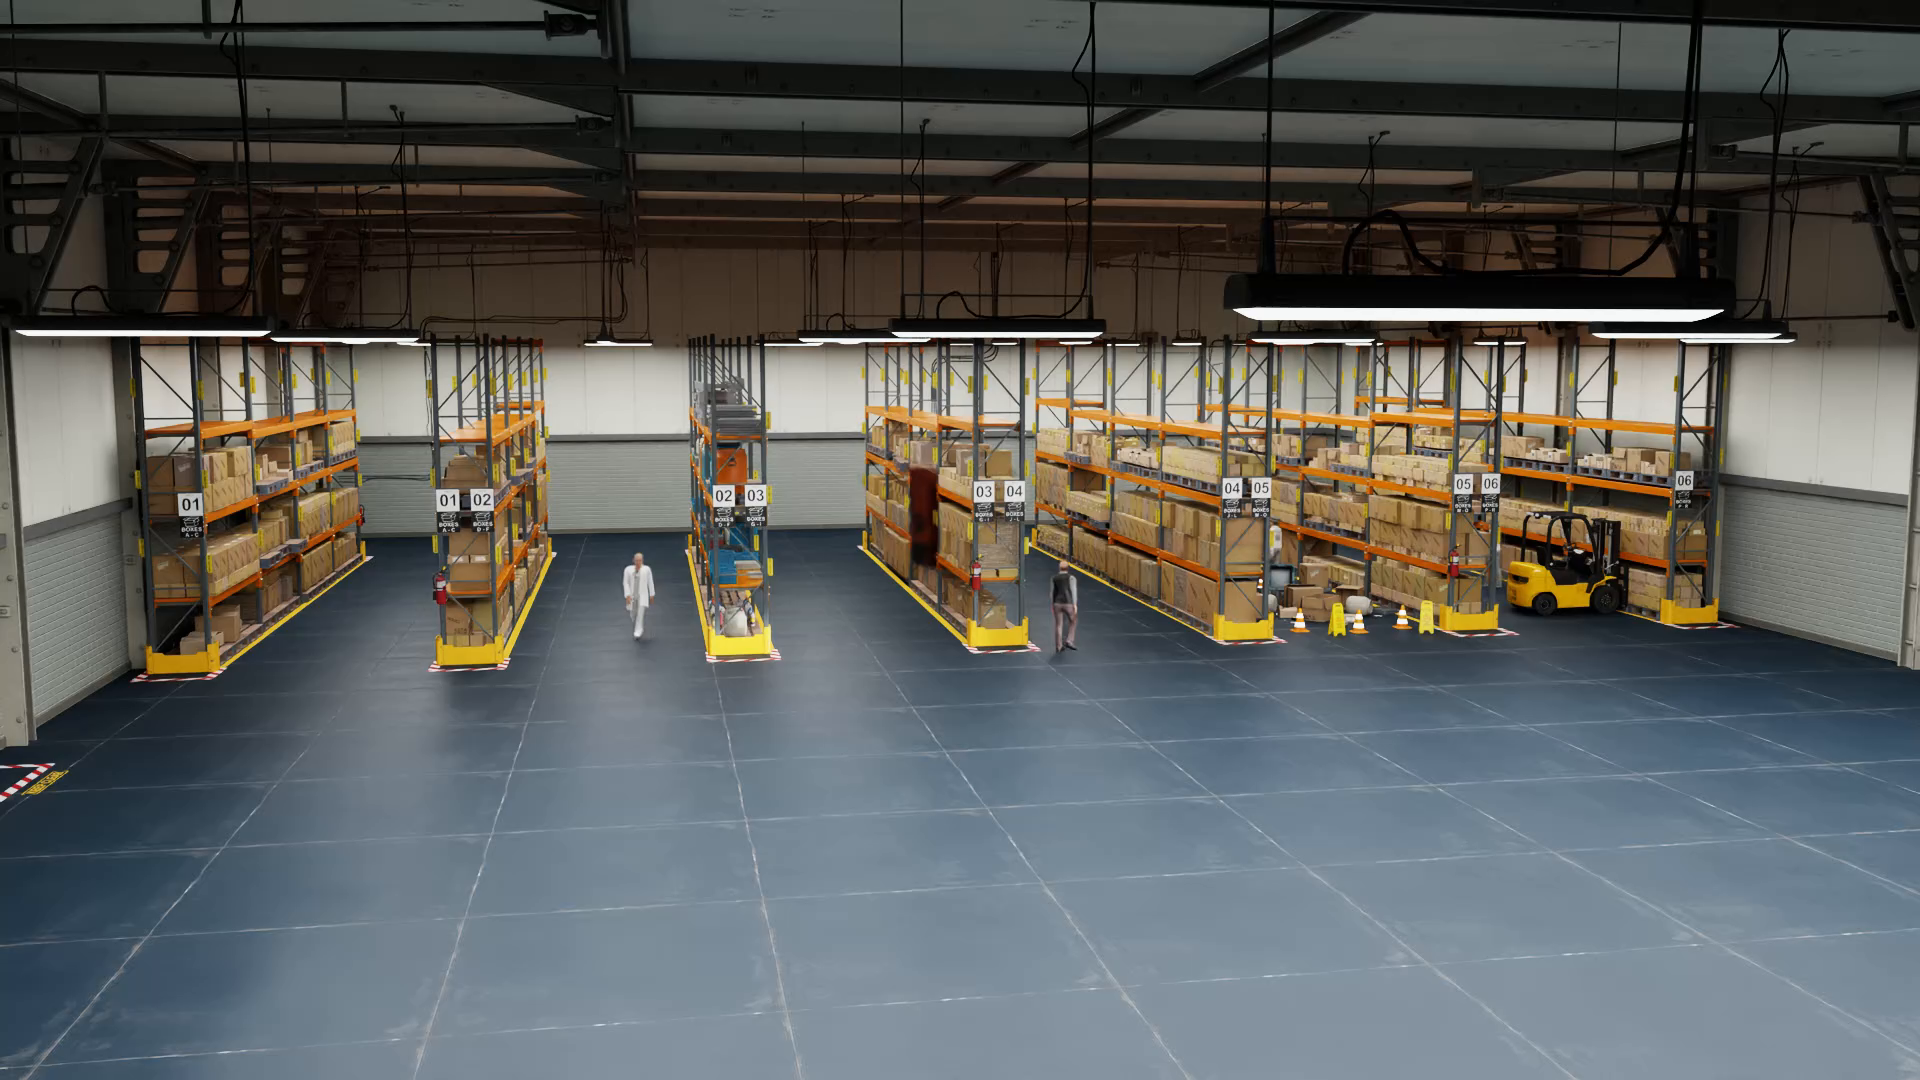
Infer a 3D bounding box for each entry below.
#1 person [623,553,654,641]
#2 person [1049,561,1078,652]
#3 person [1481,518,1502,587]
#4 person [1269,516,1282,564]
[{"bbox_3d":[-6.376,1.114,32.872,0.577,1.700,1.214,0,7,0],"label":"person"},{"bbox_3d":[1.962,1.260,31.530,0.578,1.718,0.550,3,7,23],"label":"person"},{"bbox_3d":[12.871,0.329,40.018,0.469,1.700,0.524,-3,7,-26],"label":"person"},{"bbox_3d":[7.680,0.245,40.499,0.484,1.659,0.470,-4,8,-31],"label":"person"}]
